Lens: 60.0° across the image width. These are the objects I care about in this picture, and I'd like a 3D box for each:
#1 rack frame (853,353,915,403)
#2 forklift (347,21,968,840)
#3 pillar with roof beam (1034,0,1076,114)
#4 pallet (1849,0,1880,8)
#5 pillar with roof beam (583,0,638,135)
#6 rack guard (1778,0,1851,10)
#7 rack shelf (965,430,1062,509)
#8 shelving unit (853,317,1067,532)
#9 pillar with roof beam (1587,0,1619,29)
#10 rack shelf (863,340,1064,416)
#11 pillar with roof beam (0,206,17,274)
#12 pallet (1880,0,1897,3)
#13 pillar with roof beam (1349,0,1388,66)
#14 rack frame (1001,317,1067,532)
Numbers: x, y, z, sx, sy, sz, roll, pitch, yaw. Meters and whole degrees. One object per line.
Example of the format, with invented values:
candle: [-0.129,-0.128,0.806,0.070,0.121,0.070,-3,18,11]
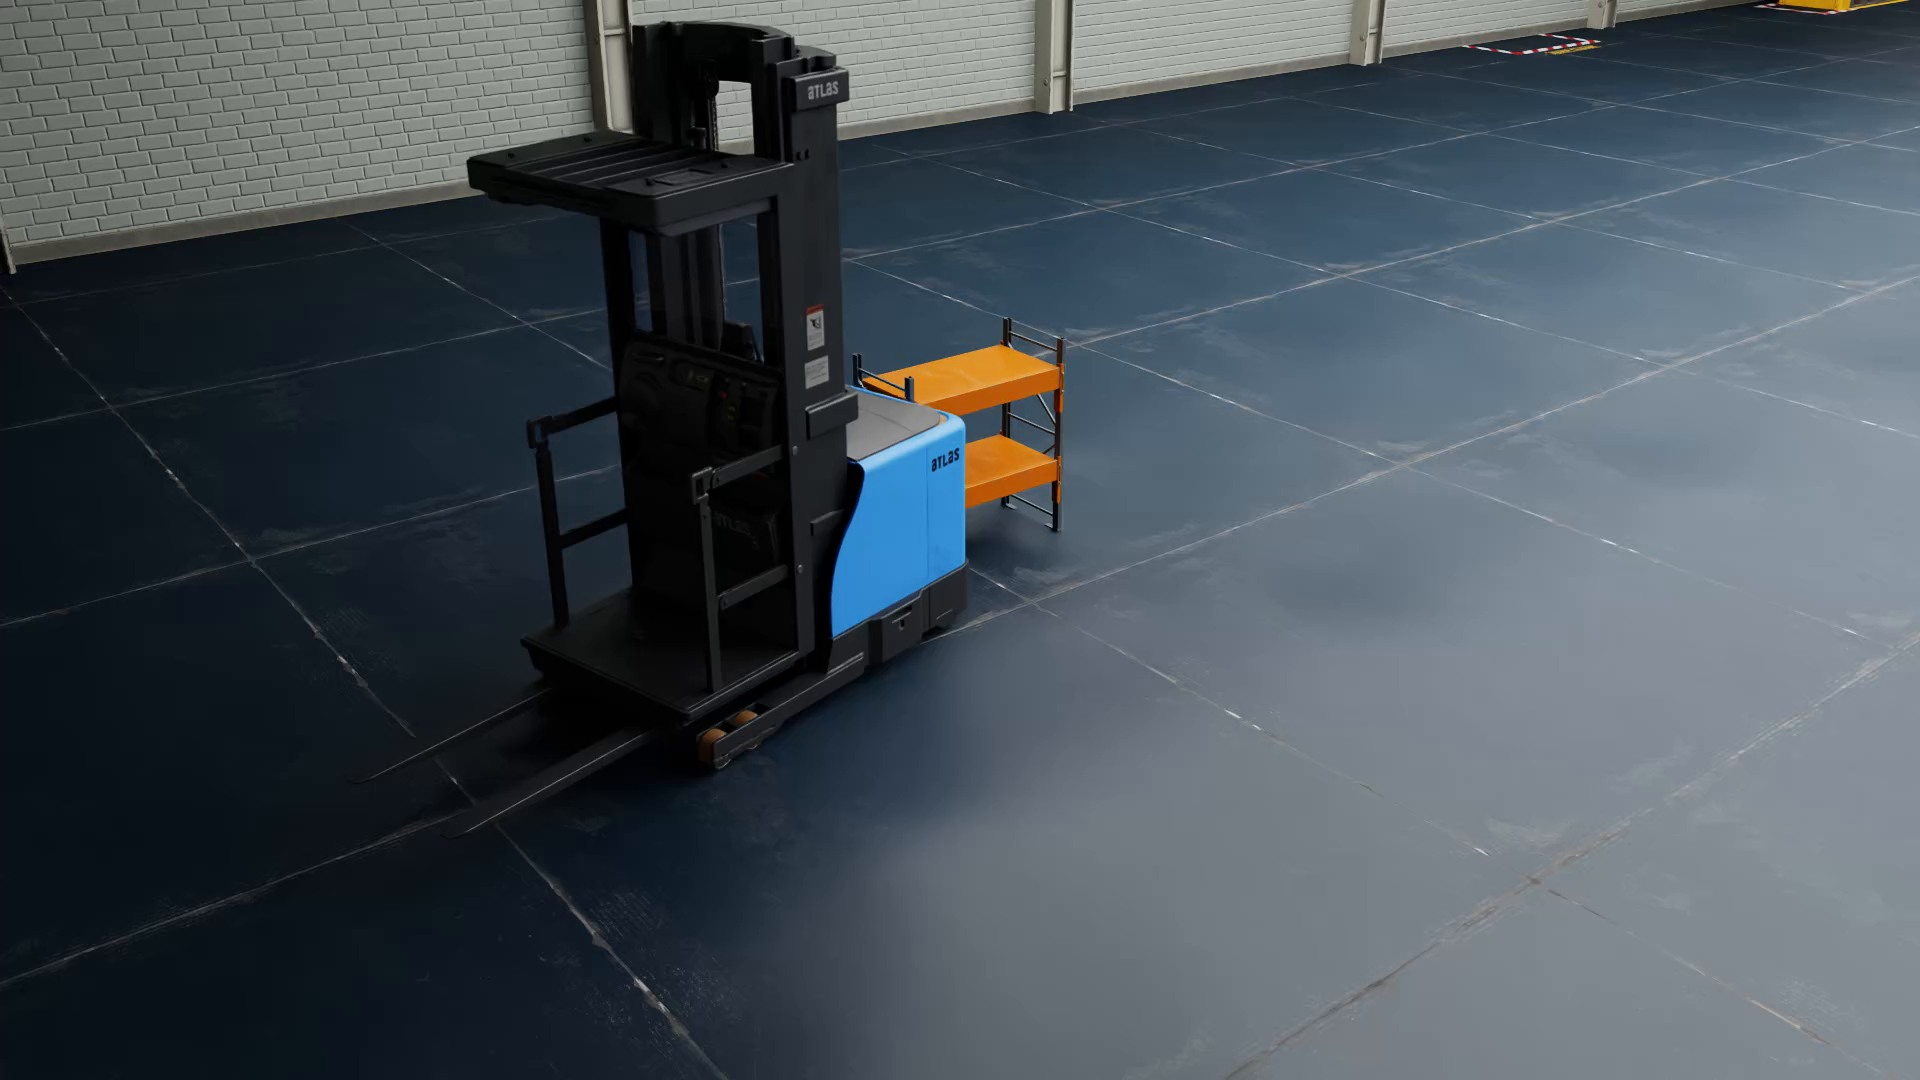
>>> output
rack frame: [-0.395,-0.380,8.732,0.032,1.125,0.500,-18,31,-34]
forklift: [-1.262,-0.585,7.028,1.130,2.935,3.031,18,31,34]
pillar with roof beam: [3.825,-8.044,15.894,0.400,9.000,9.100,-18,31,-34]
pallet: [16.037,-9.911,30.354,1.213,0.211,1.003,-18,31,-34]
pillar with roof beam: [-0.896,-6.486,12.535,0.400,9.000,9.100,-18,31,-34]
rack guard: [15.376,-9.843,29.864,0.348,0.500,1.175,-18,31,-34]
rack shelf: [0.005,-0.290,9.120,1.000,0.278,0.538,-18,31,-34]
shelving unit: [0.005,-0.512,9.017,1.048,1.125,0.538,-18,31,-34]
pillar with roof beam: [13.268,-11.162,22.610,0.400,9.000,9.100,-18,31,-34]
rack shelf: [0.005,-0.777,8.894,1.000,0.278,0.538,-18,31,-34]
pillar with roof beam: [-5.618,-4.927,9.177,0.400,9.000,9.100,-18,31,-34]
pallet: [16.996,-10.226,31.033,1.213,0.211,1.003,-18,31,-34]
pillar with roof beam: [8.547,-9.603,19.252,0.400,9.000,9.100,-18,31,-34]
rack frame: [0.405,-0.644,9.302,0.032,1.125,0.500,-18,31,-34]
